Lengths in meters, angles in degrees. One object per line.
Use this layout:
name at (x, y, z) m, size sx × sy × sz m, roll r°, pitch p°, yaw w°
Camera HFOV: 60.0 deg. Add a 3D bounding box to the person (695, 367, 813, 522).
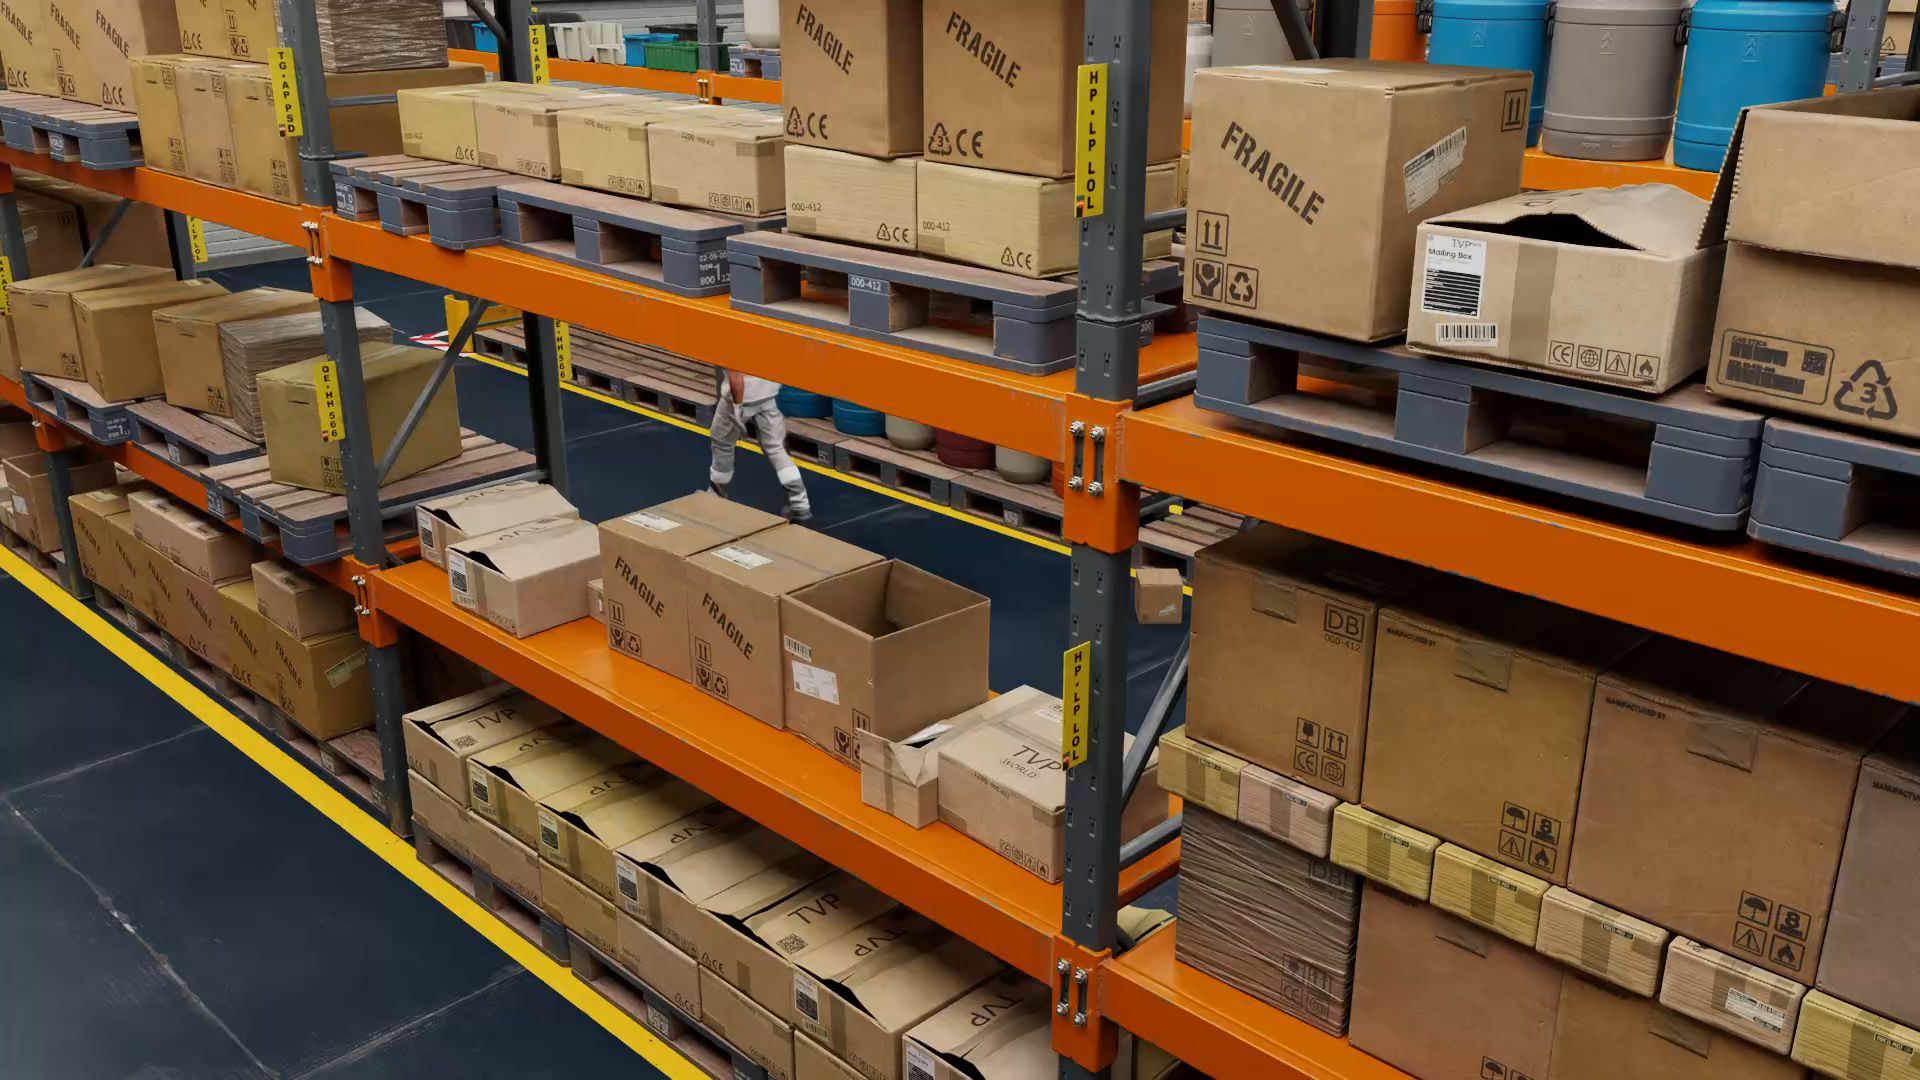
person at (-1.426, -0.977, 11.181) m, size 1.028 × 1.747 × 0.533 m, roll 19°, pitch 28°, yaw 41°
